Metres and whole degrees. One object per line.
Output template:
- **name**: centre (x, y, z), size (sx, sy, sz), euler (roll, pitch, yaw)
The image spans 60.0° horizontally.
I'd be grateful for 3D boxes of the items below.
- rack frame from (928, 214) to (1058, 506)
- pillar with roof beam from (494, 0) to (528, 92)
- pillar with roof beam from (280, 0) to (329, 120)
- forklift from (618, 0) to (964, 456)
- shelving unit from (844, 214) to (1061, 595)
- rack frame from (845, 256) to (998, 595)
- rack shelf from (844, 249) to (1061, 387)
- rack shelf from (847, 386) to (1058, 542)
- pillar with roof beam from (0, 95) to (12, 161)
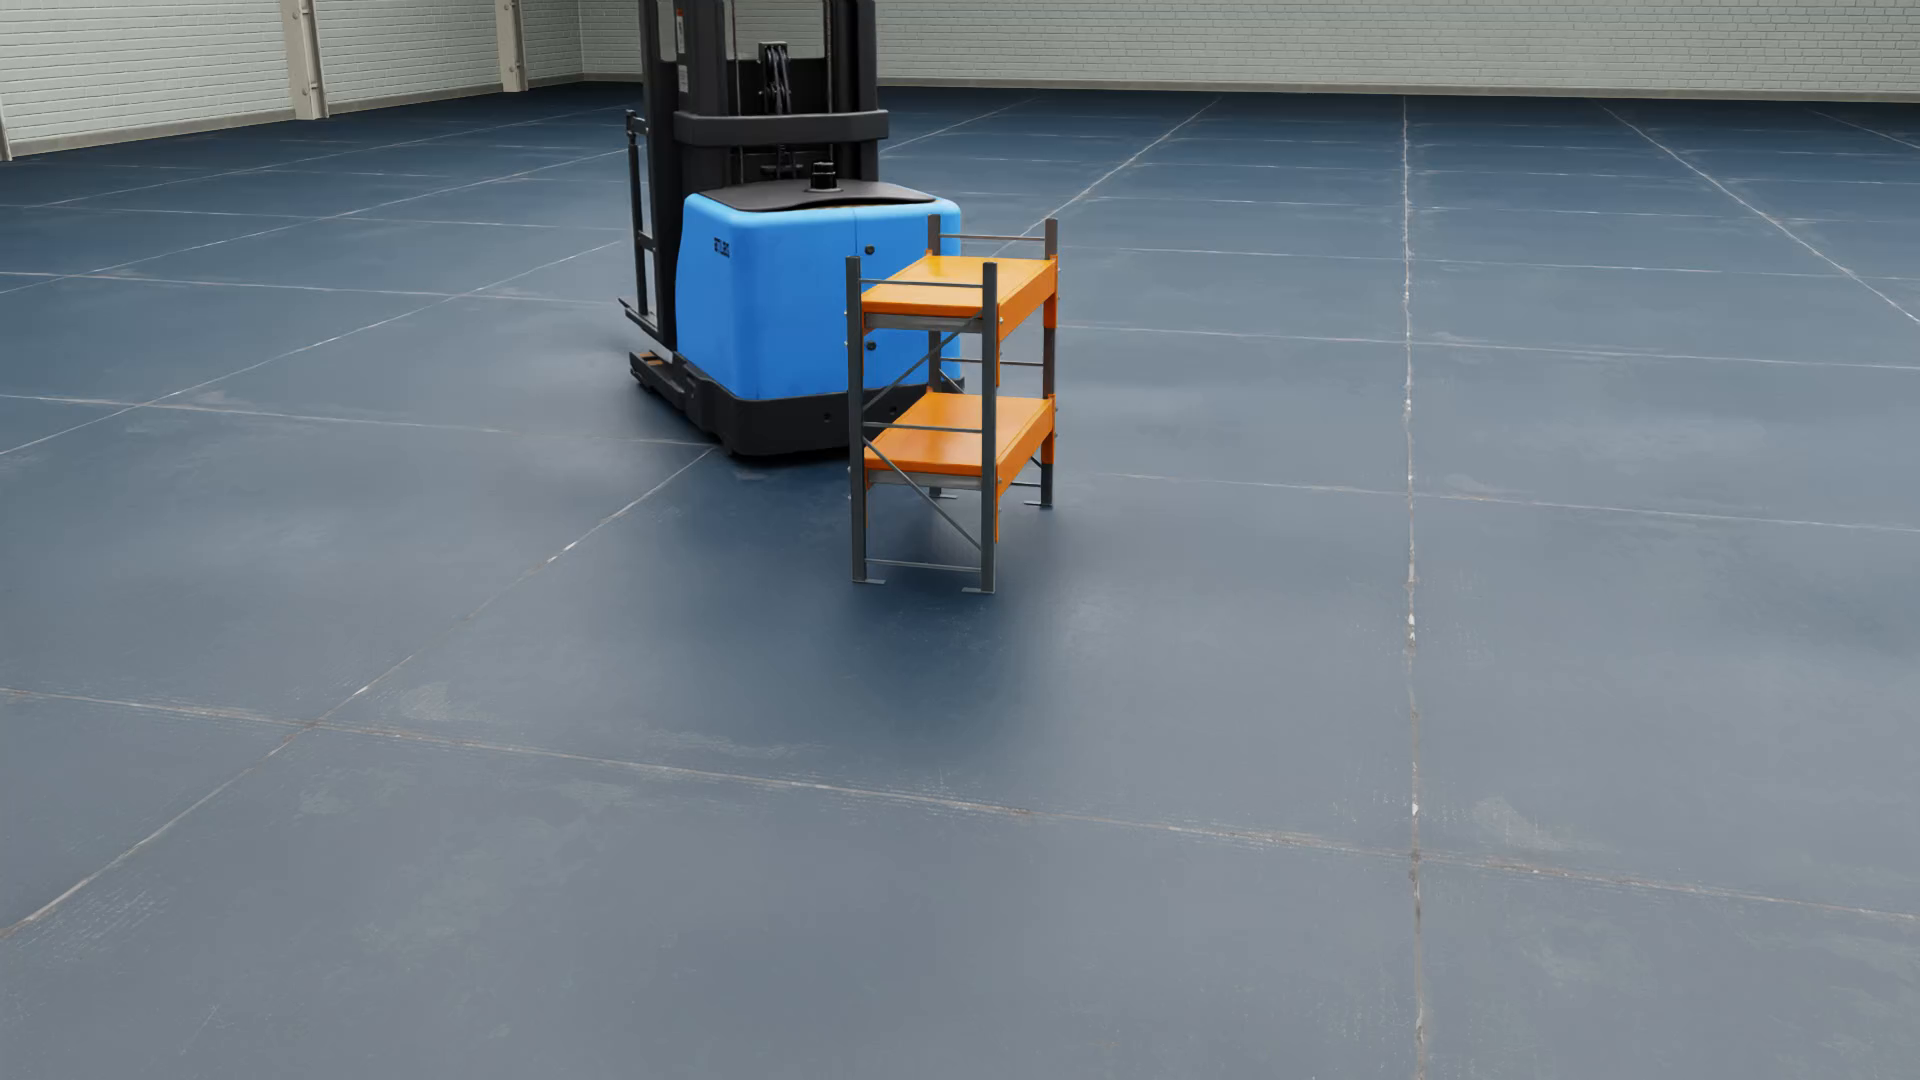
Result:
- **rack frame**: centre (0.123, -0.690, 6.466), size (0.500, 1.125, 0.032), euler (5, 19, 13)
- **pillar with roof beam**: centre (-3.725, -11.893, 27.084), size (9.100, 9.000, 0.400), euler (5, 19, 13)
- **pillar with roof beam**: centre (-5.191, -10.012, 21.578), size (9.100, 9.000, 0.400), euler (5, 19, 13)
- **forklift**: centre (-1.043, -2.176, 8.025), size (1.130, 2.935, 3.031), euler (-8, 21, -23)
- **shelving unit**: centre (-0.002, -0.530, 6.000), size (0.538, 1.125, 1.048), euler (5, 19, 13)
- **rack frame**: centre (-0.126, -0.371, 5.533), size (0.500, 1.125, 0.032), euler (5, 19, 13)
- **rack shelf**: centre (-0.002, -0.807, 5.905), size (0.538, 0.278, 1.000), euler (5, 19, 13)
- **rack shelf**: centre (-0.002, -0.299, 6.079), size (0.538, 0.278, 1.000), euler (5, 19, 13)
- **pillar with roof beam**: centre (-6.657, -8.131, 16.072), size (9.100, 9.000, 0.400), euler (5, 19, 13)
